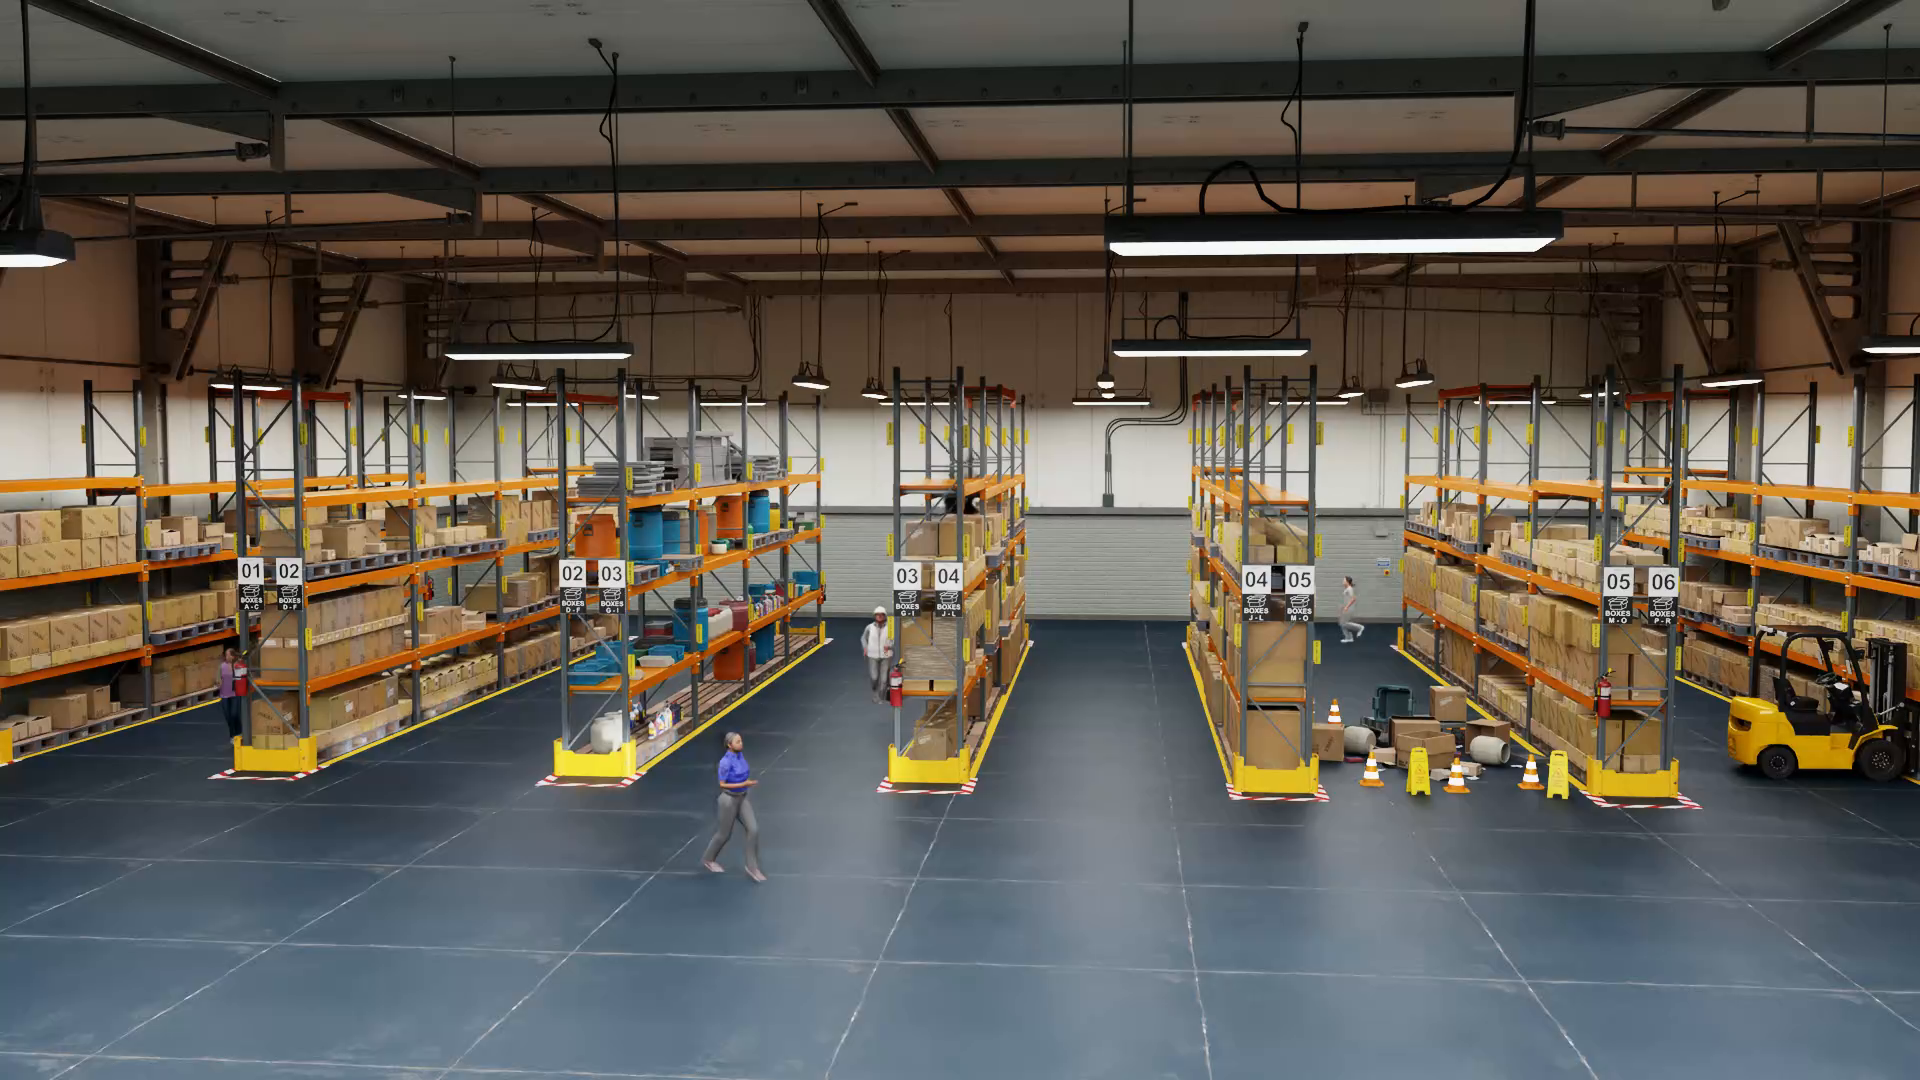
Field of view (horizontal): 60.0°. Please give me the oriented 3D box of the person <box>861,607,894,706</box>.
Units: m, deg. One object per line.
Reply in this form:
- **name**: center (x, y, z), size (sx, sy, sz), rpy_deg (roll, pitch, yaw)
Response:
- **person**: center (-1.408, 2.043, 29.014), size (0.652, 1.744, 0.544), rpy_deg (0, 4, -2)

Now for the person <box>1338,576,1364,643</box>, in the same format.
- **person**: center (9.520, 1.691, 40.450), size (0.602, 1.618, 0.545), rpy_deg (0, 4, 5)

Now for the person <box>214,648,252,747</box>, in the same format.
- **person**: center (-11.713, 2.545, 26.744), size (0.514, 1.614, 0.635), rpy_deg (0, 4, -7)

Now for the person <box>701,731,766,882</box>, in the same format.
- **person**: center (-2.585, 3.010, 18.795), size (0.794, 1.716, 0.564), rpy_deg (2, 4, 29)
